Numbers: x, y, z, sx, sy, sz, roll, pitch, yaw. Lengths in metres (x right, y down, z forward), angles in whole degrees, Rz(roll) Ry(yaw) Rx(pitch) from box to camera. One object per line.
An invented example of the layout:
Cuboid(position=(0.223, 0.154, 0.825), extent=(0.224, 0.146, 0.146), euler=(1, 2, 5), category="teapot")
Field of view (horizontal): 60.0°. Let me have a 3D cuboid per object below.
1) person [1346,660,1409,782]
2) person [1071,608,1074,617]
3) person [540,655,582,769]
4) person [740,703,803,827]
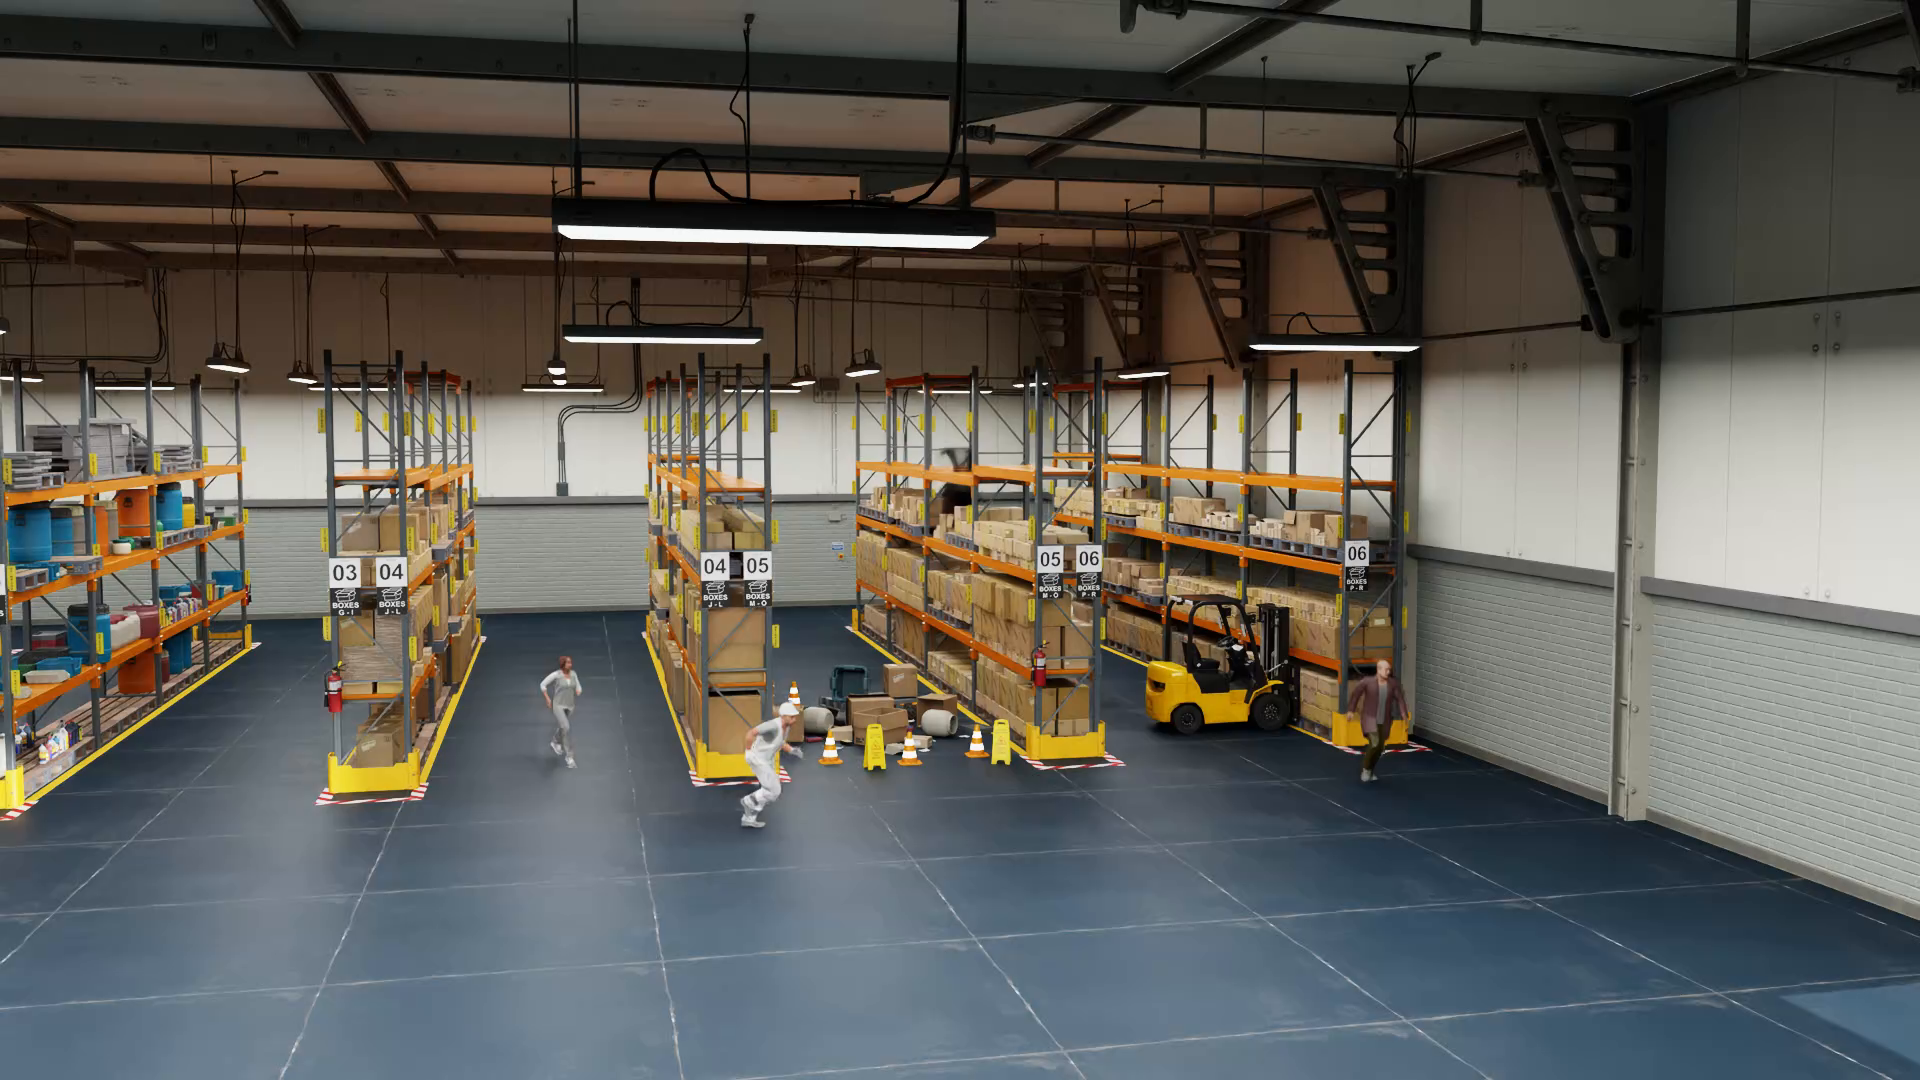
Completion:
Cuboid(position=(5.818, 2.516, 23.065), extent=(0.685, 1.729, 0.871), euler=(-1, 4, -11), category="person")
Cuboid(position=(1.908, 1.869, 32.197), extent=(0.687, 1.762, 0.957), euler=(-1, 4, -18), category="person")
Cuboid(position=(-5.875, 2.496, 24.507), extent=(0.571, 1.621, 0.869), euler=(-4, 5, -43), category="person")
Cuboid(position=(-2.345, 2.786, 20.472), extent=(0.810, 1.590, 0.697), euler=(1, 4, 20), category="person")
